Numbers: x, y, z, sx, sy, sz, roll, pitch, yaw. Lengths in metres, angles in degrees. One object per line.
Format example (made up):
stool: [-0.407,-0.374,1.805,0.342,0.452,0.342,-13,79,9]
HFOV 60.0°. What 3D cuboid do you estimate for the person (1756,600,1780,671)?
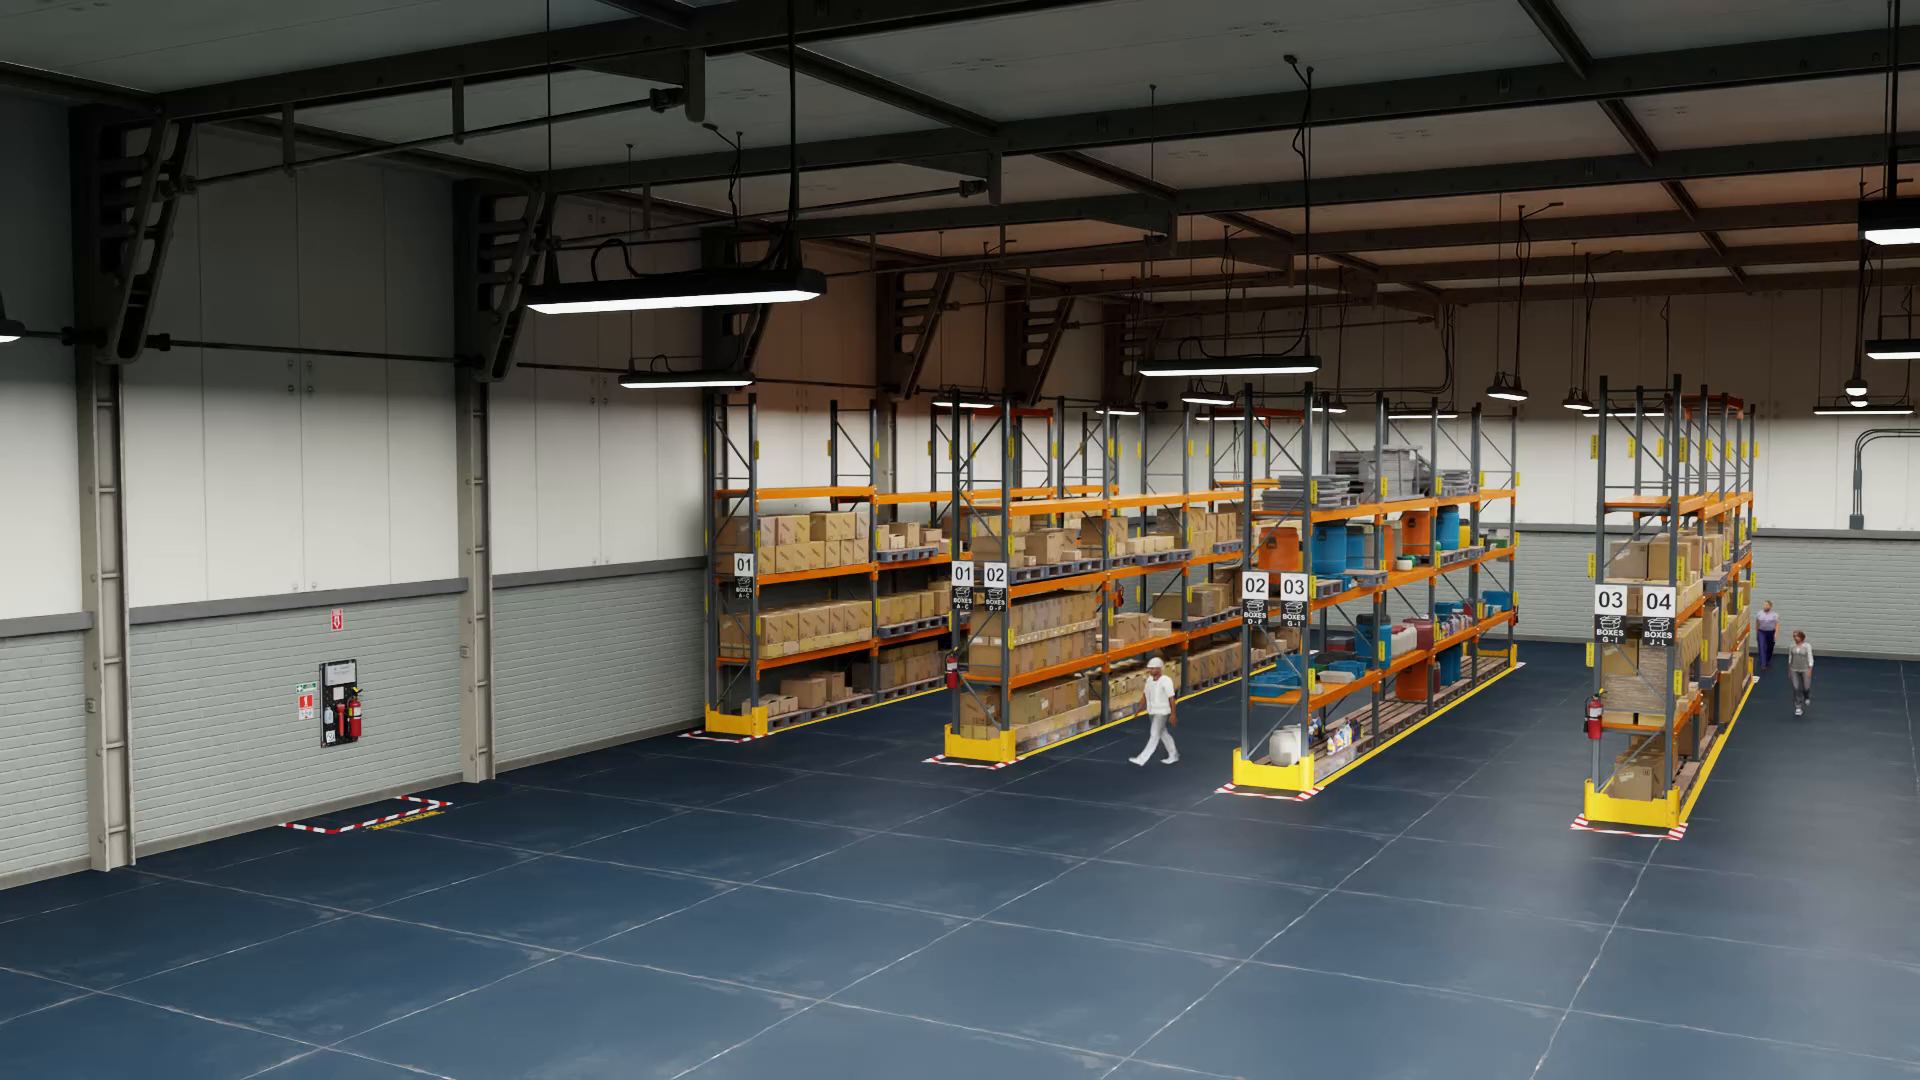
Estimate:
person: [18.306,2.153,37.666,0.454,1.582,1.031,1,3,16]

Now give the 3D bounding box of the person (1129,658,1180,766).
person: [3.032,2.707,26.202,1.089,1.700,0.595,-1,3,-25]

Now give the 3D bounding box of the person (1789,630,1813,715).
person: [15.967,2.503,31.565,0.435,1.596,0.566,2,4,38]
